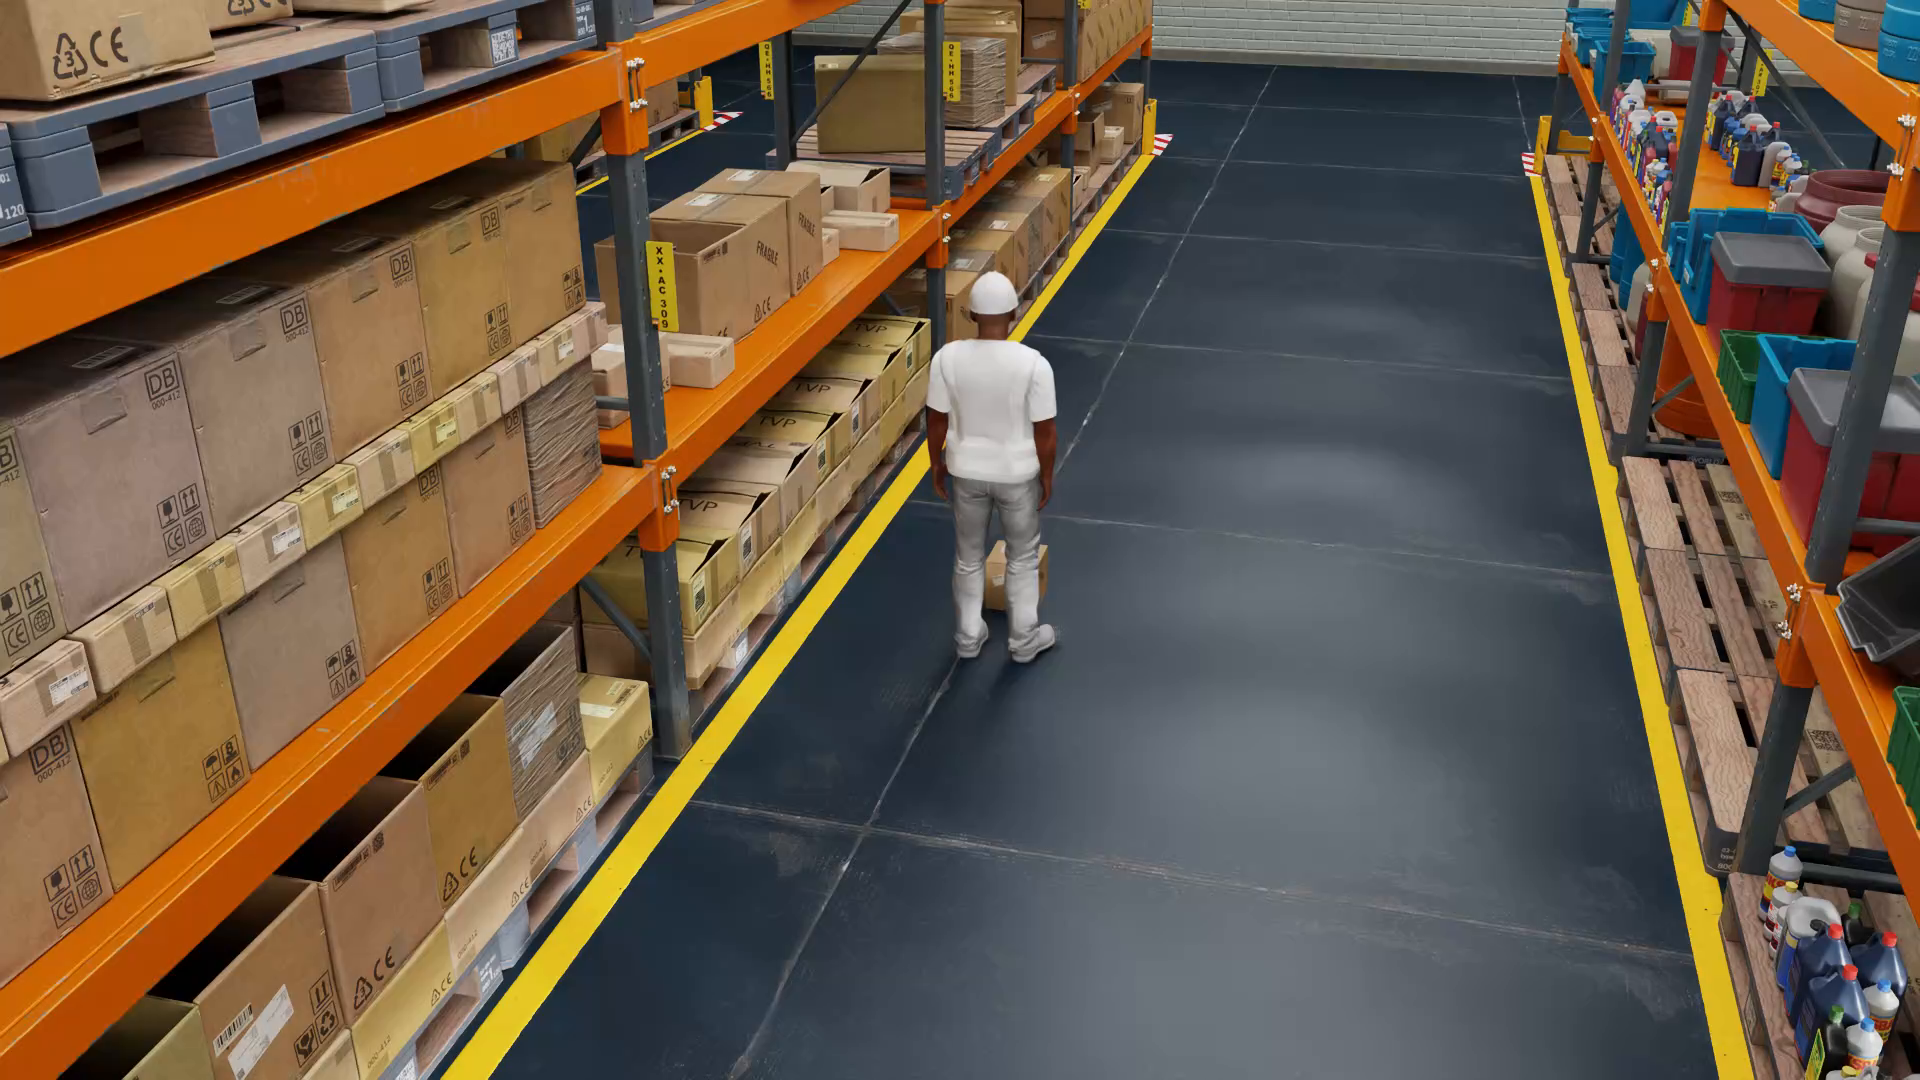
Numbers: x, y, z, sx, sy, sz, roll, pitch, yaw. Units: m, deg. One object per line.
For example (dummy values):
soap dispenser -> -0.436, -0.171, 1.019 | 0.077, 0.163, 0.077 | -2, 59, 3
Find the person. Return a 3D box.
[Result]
person -> 0.142, -0.305, 7.230 | 0.569, 1.767, 0.368 | 6, 26, 13
